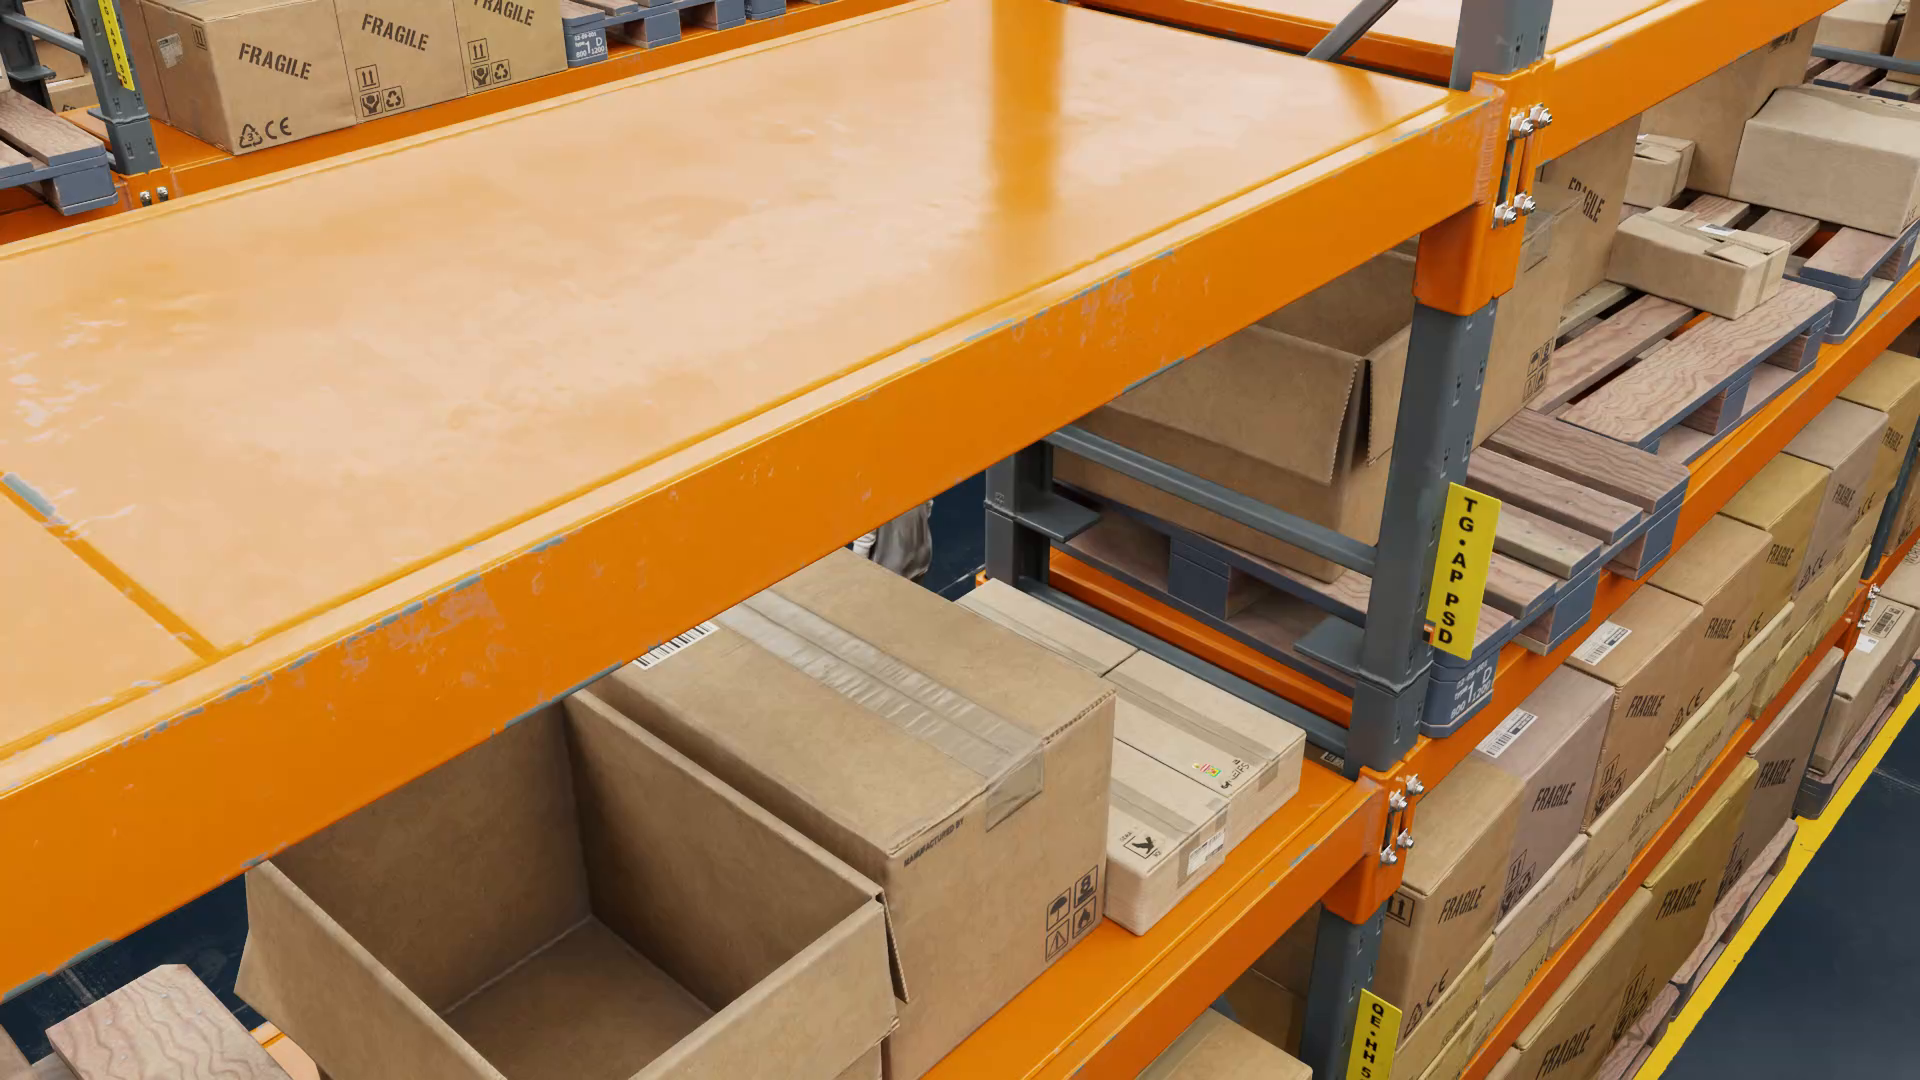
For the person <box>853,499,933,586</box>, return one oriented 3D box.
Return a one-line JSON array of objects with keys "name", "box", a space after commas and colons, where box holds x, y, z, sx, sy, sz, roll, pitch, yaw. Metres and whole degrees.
[{"name": "person", "box": [-0.312, 0.094, 7.494, 0.349, 1.592, 0.466, 25, 40, 35]}]
